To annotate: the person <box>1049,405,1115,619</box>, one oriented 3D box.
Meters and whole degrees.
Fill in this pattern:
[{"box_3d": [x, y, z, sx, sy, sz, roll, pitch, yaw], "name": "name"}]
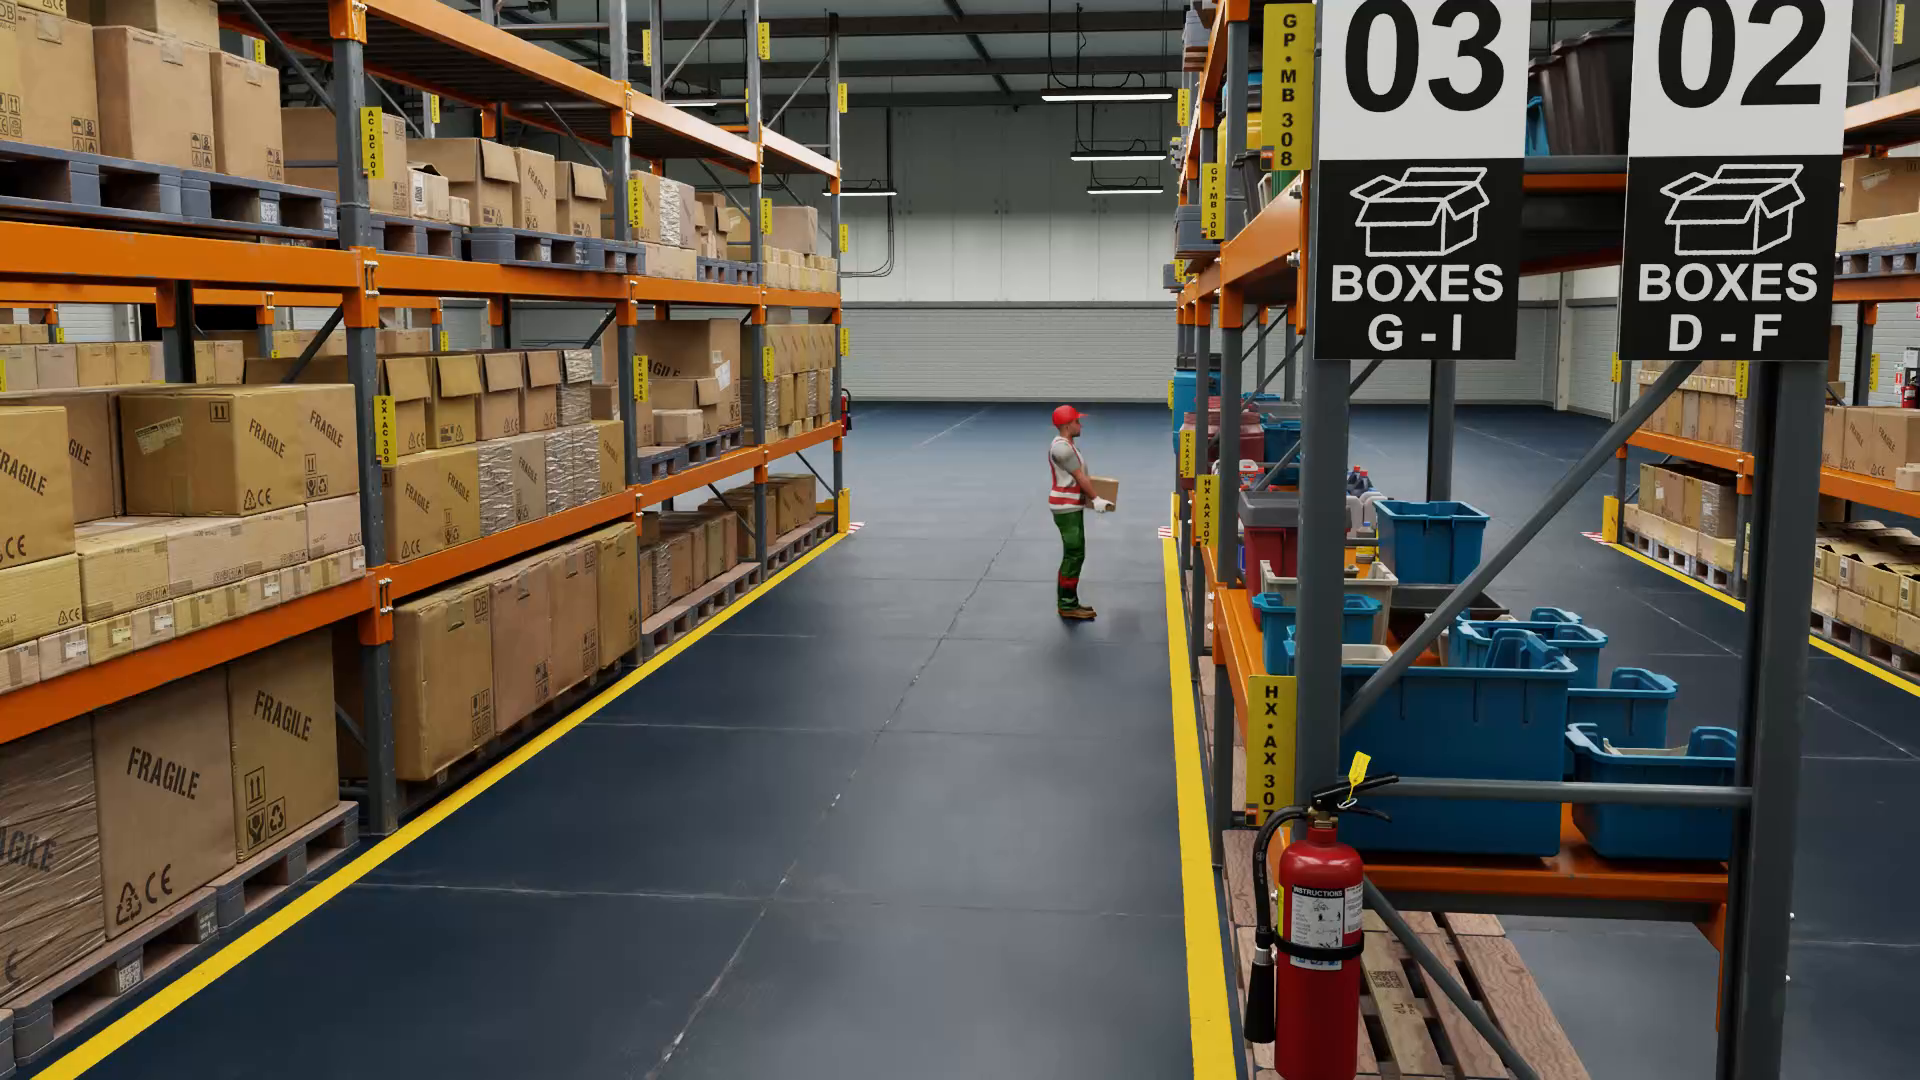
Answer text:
[{"box_3d": [1.031, -0.243, 14.044, 0.558, 1.786, 0.495, 1, 8, 7], "name": "person"}]
